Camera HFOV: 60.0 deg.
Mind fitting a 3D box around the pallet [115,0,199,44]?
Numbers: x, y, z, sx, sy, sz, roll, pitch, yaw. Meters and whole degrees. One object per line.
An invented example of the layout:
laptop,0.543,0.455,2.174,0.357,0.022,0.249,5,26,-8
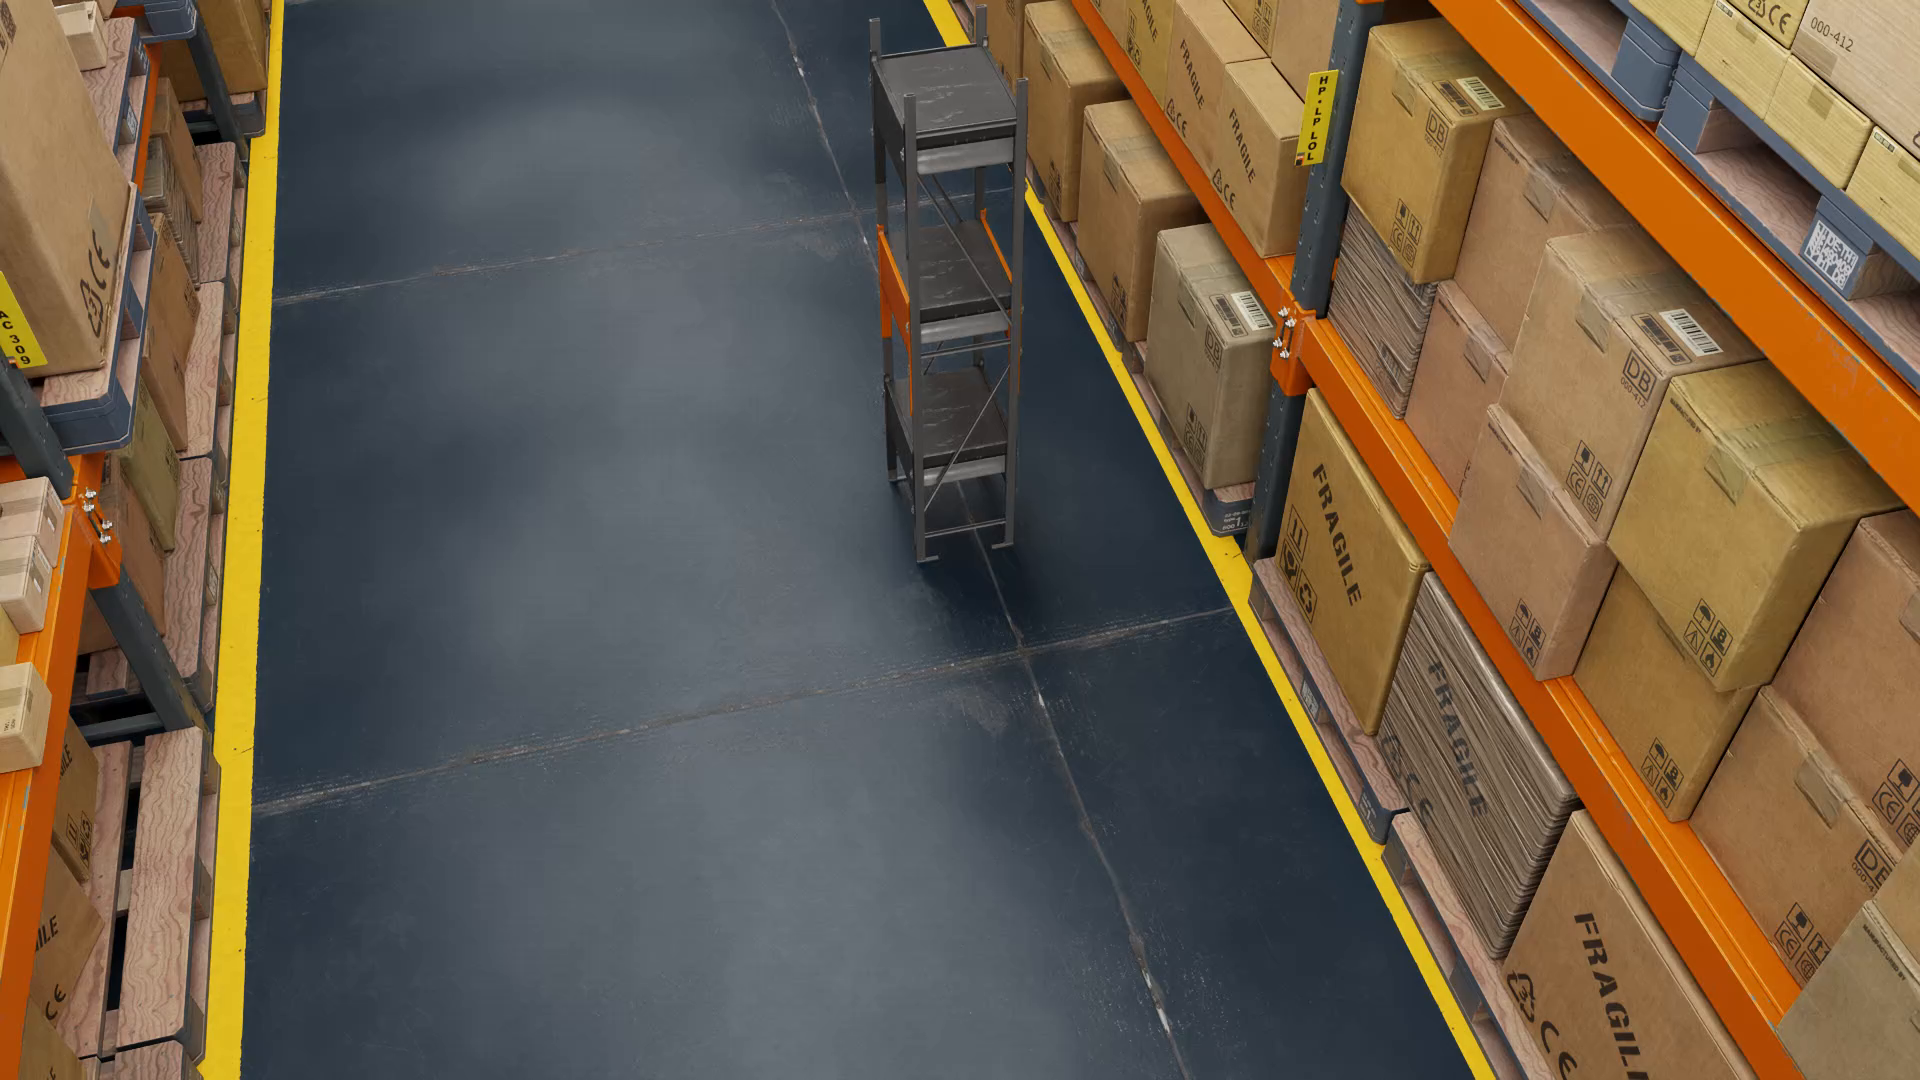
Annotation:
pallet,-3.924,-2.425,7.160,1.213,0.211,1.003,-11,47,-10

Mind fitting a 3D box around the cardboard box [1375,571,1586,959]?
cardboard box,1.963,0.625,5.230,0.875,0.875,0.875,-10,46,-10

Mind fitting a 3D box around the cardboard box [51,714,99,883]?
cardboard box,-3.122,0.809,5.313,0.500,0.500,0.500,-12,47,-12

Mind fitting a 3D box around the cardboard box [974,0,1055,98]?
cardboard box,0.680,-2.724,8.601,1.050,0.750,0.750,-11,47,-11

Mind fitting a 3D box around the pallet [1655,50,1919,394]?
pallet,2.143,-0.651,3.250,1.003,0.211,1.213,-11,47,-10

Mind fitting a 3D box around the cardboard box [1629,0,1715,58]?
cardboard box,1.662,-1.168,3.506,0.380,0.149,0.250,-11,47,-11

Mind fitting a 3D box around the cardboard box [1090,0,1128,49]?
cardboard box,0.852,-2.434,6.965,0.500,0.500,0.500,-11,47,-11

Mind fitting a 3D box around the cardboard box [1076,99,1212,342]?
cardboard box,1.146,-1.478,7.380,1.050,0.750,0.750,-11,47,-10

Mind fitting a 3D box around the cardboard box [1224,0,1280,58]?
cardboard box,1.368,-2.121,5.959,0.700,0.500,0.500,-11,47,-11

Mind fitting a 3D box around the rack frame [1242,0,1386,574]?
rack frame,1.635,-1.040,5.669,1.000,3.000,0.127,-11,47,-10

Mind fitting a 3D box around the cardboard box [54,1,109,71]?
cardboard box,-3.522,-1.962,6.373,0.396,0.266,0.258,-12,47,-11

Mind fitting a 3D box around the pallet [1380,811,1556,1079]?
pallet,2.070,1.319,5.309,1.003,0.211,1.213,-11,47,-10

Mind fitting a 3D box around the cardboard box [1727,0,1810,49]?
cardboard box,1.750,-1.238,3.296,0.500,0.250,0.500,-11,47,-11

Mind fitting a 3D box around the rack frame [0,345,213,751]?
rack frame,-3.186,-0.203,4.848,1.000,3.000,0.127,-11,47,-10

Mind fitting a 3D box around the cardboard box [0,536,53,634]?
cardboard box,-2.792,0.154,4.675,0.380,0.149,0.250,-11,47,-10

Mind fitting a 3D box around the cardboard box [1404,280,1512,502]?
cardboard box,1.904,-0.464,5.000,0.875,0.550,0.550,-11,47,-10

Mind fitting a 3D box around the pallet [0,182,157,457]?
pallet,-3.241,-0.690,5.460,1.003,0.211,1.213,-11,47,-10

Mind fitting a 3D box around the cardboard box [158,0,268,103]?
cardboard box,-4.366,-2.848,8.634,1.225,0.875,0.875,-13,47,-12

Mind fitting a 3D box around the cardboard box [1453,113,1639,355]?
cardboard box,1.949,-0.851,4.623,0.875,0.550,0.550,-11,47,-10

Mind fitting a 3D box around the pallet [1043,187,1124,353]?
pallet,1.049,-1.427,8.000,1.003,0.211,1.213,-11,47,-10

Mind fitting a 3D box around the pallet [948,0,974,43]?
pallet,0.412,-3.365,9.900,1.003,0.211,1.213,-11,47,-10

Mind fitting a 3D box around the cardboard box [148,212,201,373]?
cardboard box,-3.713,-1.014,7.085,0.700,0.500,0.500,-7,46,-7

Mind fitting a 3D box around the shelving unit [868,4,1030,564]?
shelving unit,-0.042,-0.849,6.112,0.431,2.100,0.503,-11,47,-10

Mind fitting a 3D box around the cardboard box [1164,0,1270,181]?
cardboard box,1.114,-1.735,6.280,0.500,0.500,0.500,-11,47,-11

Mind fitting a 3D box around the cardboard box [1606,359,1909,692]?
cardboard box,2.098,-0.088,3.875,0.875,0.550,0.500,-11,47,-10

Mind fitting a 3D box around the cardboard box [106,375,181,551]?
cardboard box,-3.426,-0.242,6.330,0.700,0.500,0.500,-11,47,-11

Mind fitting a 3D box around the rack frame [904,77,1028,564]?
rack frame,0.020,-0.681,5.947,0.400,2.100,0.015,-11,47,-10

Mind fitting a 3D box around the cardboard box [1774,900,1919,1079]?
cardboard box,2.358,1.046,3.520,0.875,0.550,0.550,-11,47,-10

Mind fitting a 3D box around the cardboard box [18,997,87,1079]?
cardboard box,-2.733,1.617,4.521,0.500,0.500,0.500,-15,47,-14

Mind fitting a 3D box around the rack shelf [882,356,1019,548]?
rack shelf,-0.042,-0.350,6.622,0.431,0.518,0.480,-11,47,-10

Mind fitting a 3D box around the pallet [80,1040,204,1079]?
pallet,-2.664,2.074,4.569,1.003,0.211,1.213,-11,47,-10

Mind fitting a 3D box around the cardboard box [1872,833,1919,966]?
cardboard box,2.371,0.665,3.137,0.875,0.550,0.550,-11,47,-10

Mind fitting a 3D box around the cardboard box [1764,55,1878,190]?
cardboard box,1.789,-0.820,3.165,0.380,0.149,0.250,-10,46,-10

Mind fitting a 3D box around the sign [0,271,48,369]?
sign,-2.663,-0.610,4.642,0.100,0.325,0.005,-11,47,-10

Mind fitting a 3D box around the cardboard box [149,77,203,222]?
cardboard box,-4.019,-1.785,7.841,0.700,0.500,0.500,-13,47,-12

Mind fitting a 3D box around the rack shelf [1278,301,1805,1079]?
rack shelf,2.147,0.593,4.573,1.077,0.370,4.000,-11,47,-10

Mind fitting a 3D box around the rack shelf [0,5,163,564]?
rack shelf,-3.698,-1.332,6.459,1.077,0.370,4.000,-11,47,-10

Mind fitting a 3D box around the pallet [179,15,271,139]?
pallet,-4.339,-2.546,9.098,1.003,0.211,1.213,-11,47,-10

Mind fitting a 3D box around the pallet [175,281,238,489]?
pallet,-3.702,-0.608,7.198,1.003,0.211,1.213,-11,47,-10

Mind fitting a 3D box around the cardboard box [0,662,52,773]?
cardboard box,-2.614,0.490,4.345,0.380,0.149,0.250,-11,47,-10

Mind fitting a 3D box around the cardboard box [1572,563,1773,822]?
cardboard box,2.161,0.278,4.273,0.875,0.550,0.500,-11,47,-10
